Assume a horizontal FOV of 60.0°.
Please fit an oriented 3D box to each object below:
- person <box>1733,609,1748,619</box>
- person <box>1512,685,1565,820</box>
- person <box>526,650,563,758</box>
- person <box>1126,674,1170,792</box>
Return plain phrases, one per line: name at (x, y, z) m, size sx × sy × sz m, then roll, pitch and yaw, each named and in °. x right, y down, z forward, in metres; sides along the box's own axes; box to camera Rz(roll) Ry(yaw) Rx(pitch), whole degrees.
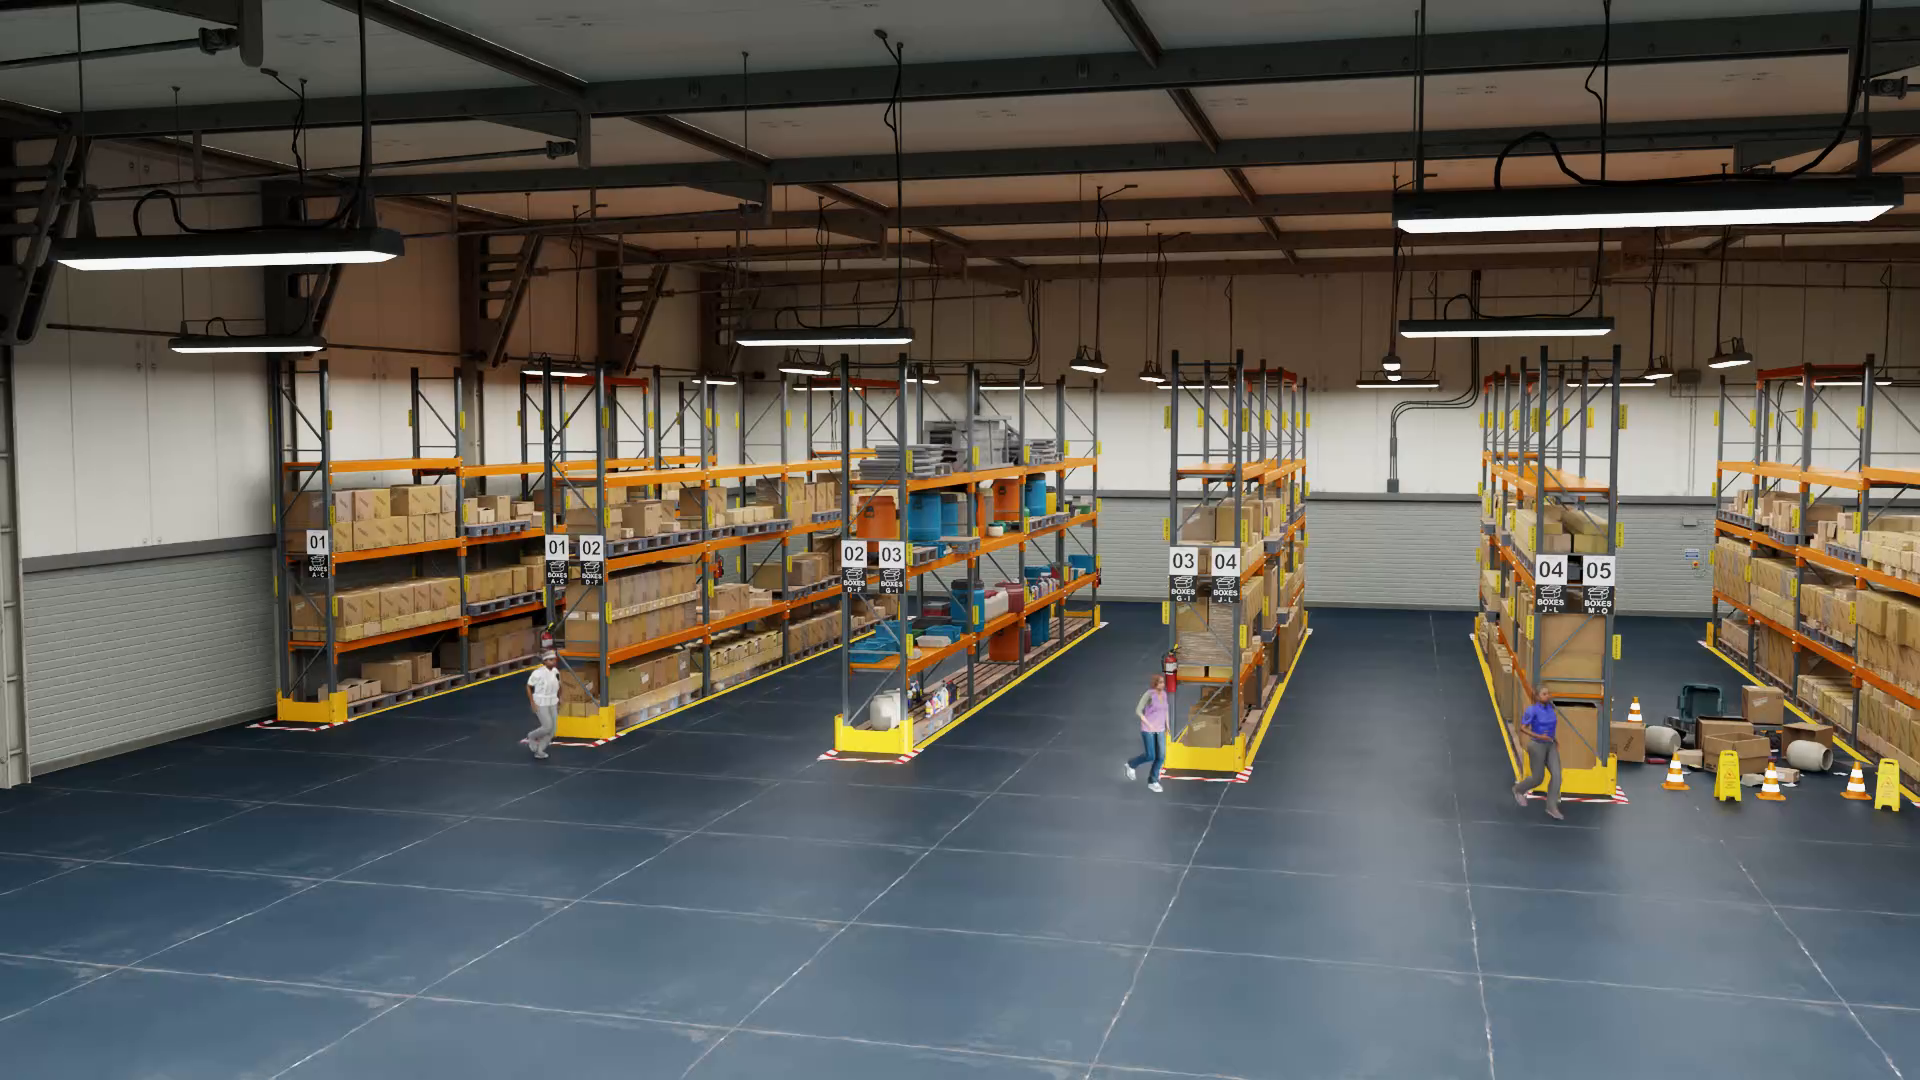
person at (17.910, 1.468, 37.918) m, size 0.623 × 1.614 × 0.544 m, roll -3°, pitch 5°, yaw -33°
person at (7.367, 2.676, 21.133) m, size 0.591 × 1.666 × 0.749 m, roll -2°, pitch 4°, yaw -23°
person at (-6.119, 2.421, 24.623) m, size 0.521 × 1.615 × 0.542 m, roll 3°, pitch 5°, yaw 34°
person at (2.606, 2.600, 22.685) m, size 0.589 × 1.582 × 0.632 m, roll -3°, pitch 5°, yaw -37°
